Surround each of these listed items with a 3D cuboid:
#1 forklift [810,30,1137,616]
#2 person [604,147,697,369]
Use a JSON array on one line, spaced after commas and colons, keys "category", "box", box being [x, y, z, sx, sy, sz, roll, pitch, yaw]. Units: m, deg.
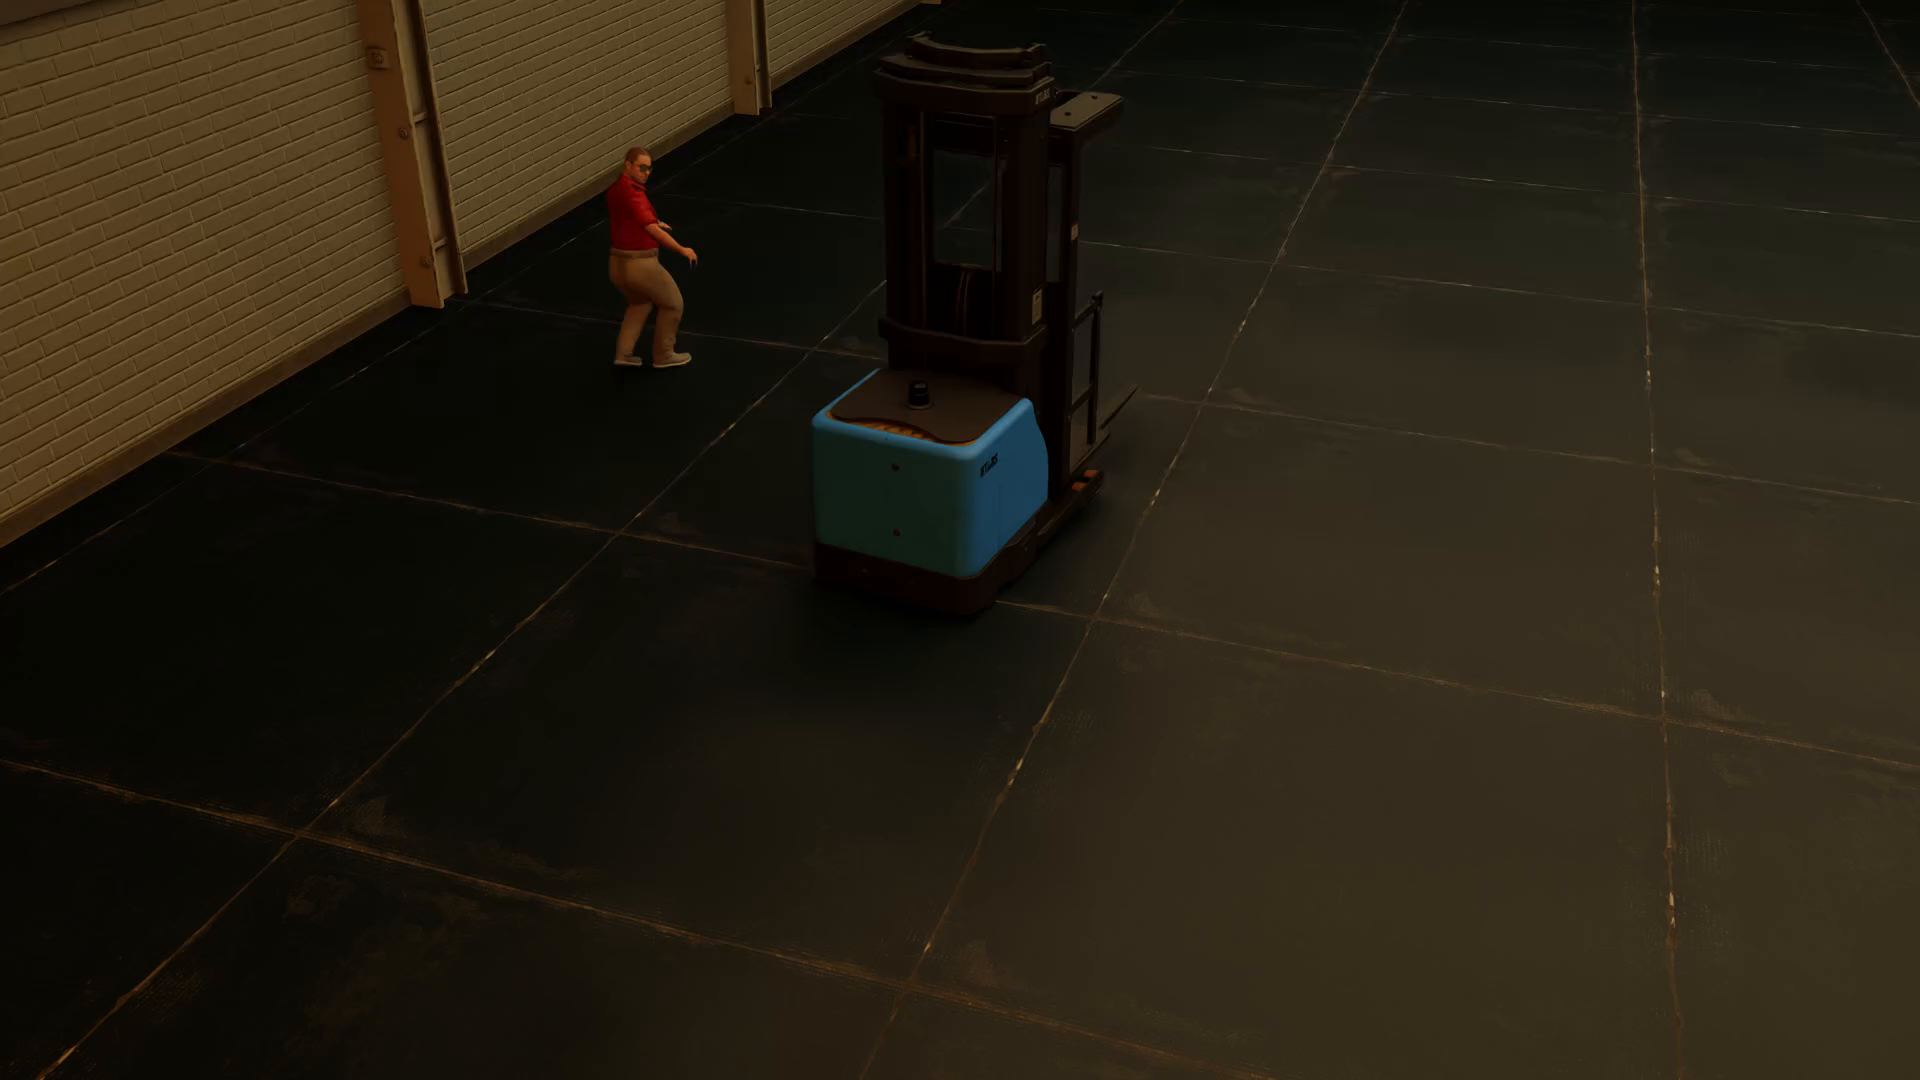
[{"category": "forklift", "box": [0.263, -1.560, 9.873, 1.130, 2.935, 3.031, 14, 32, 23]}, {"category": "person", "box": [-2.212, -2.020, 12.009, 0.800, 1.660, 0.723, 24, 37, 35]}]
